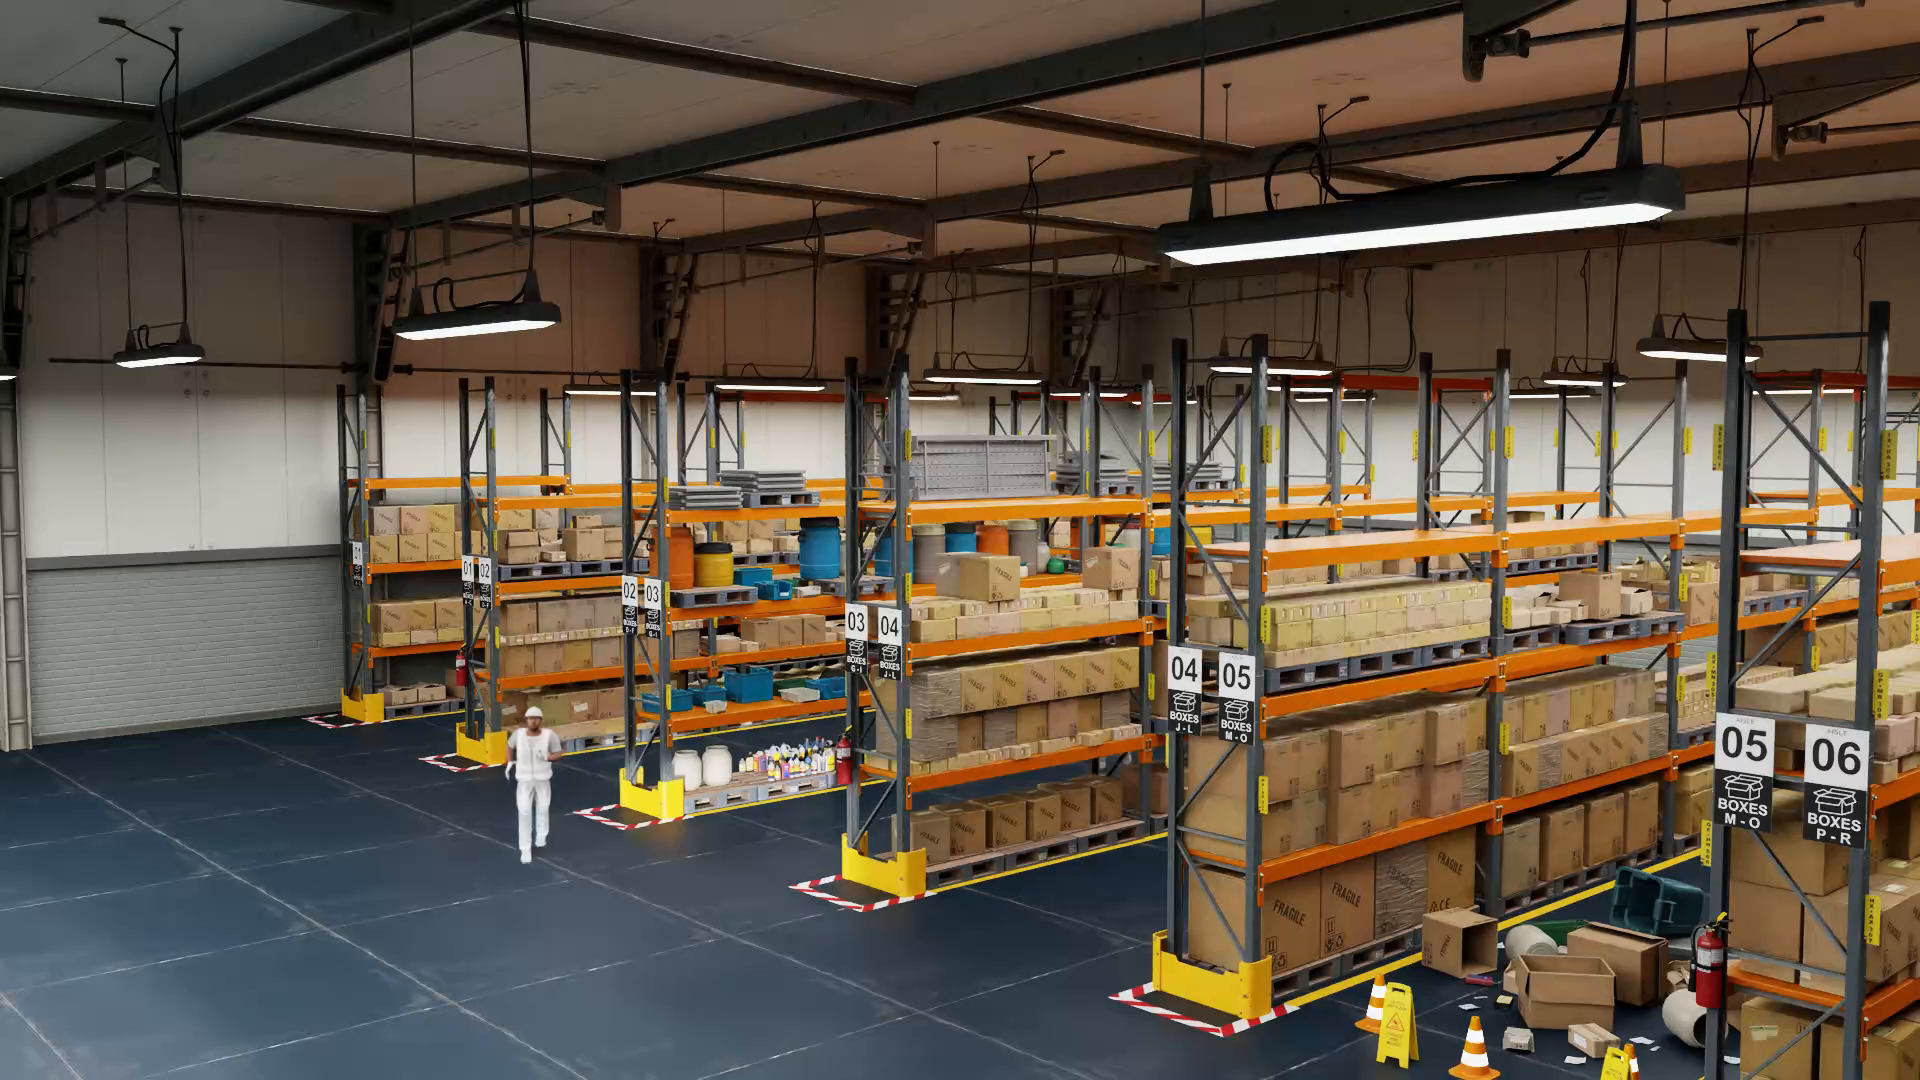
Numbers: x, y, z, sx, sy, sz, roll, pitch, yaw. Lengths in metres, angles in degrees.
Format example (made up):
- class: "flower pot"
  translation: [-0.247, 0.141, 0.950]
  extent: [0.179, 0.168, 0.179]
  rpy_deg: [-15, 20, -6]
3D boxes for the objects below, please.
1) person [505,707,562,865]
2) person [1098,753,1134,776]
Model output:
- class: "person"
  translation: [-5.174, 2.933, 20.198]
  extent: [0.670, 1.830, 0.858]
  rpy_deg: [-1, 4, -14]
- class: "person"
  translation: [2.249, 2.702, 23.987]
  extent: [0.832, 1.839, 0.644]
  rpy_deg: [-3, 5, -40]
